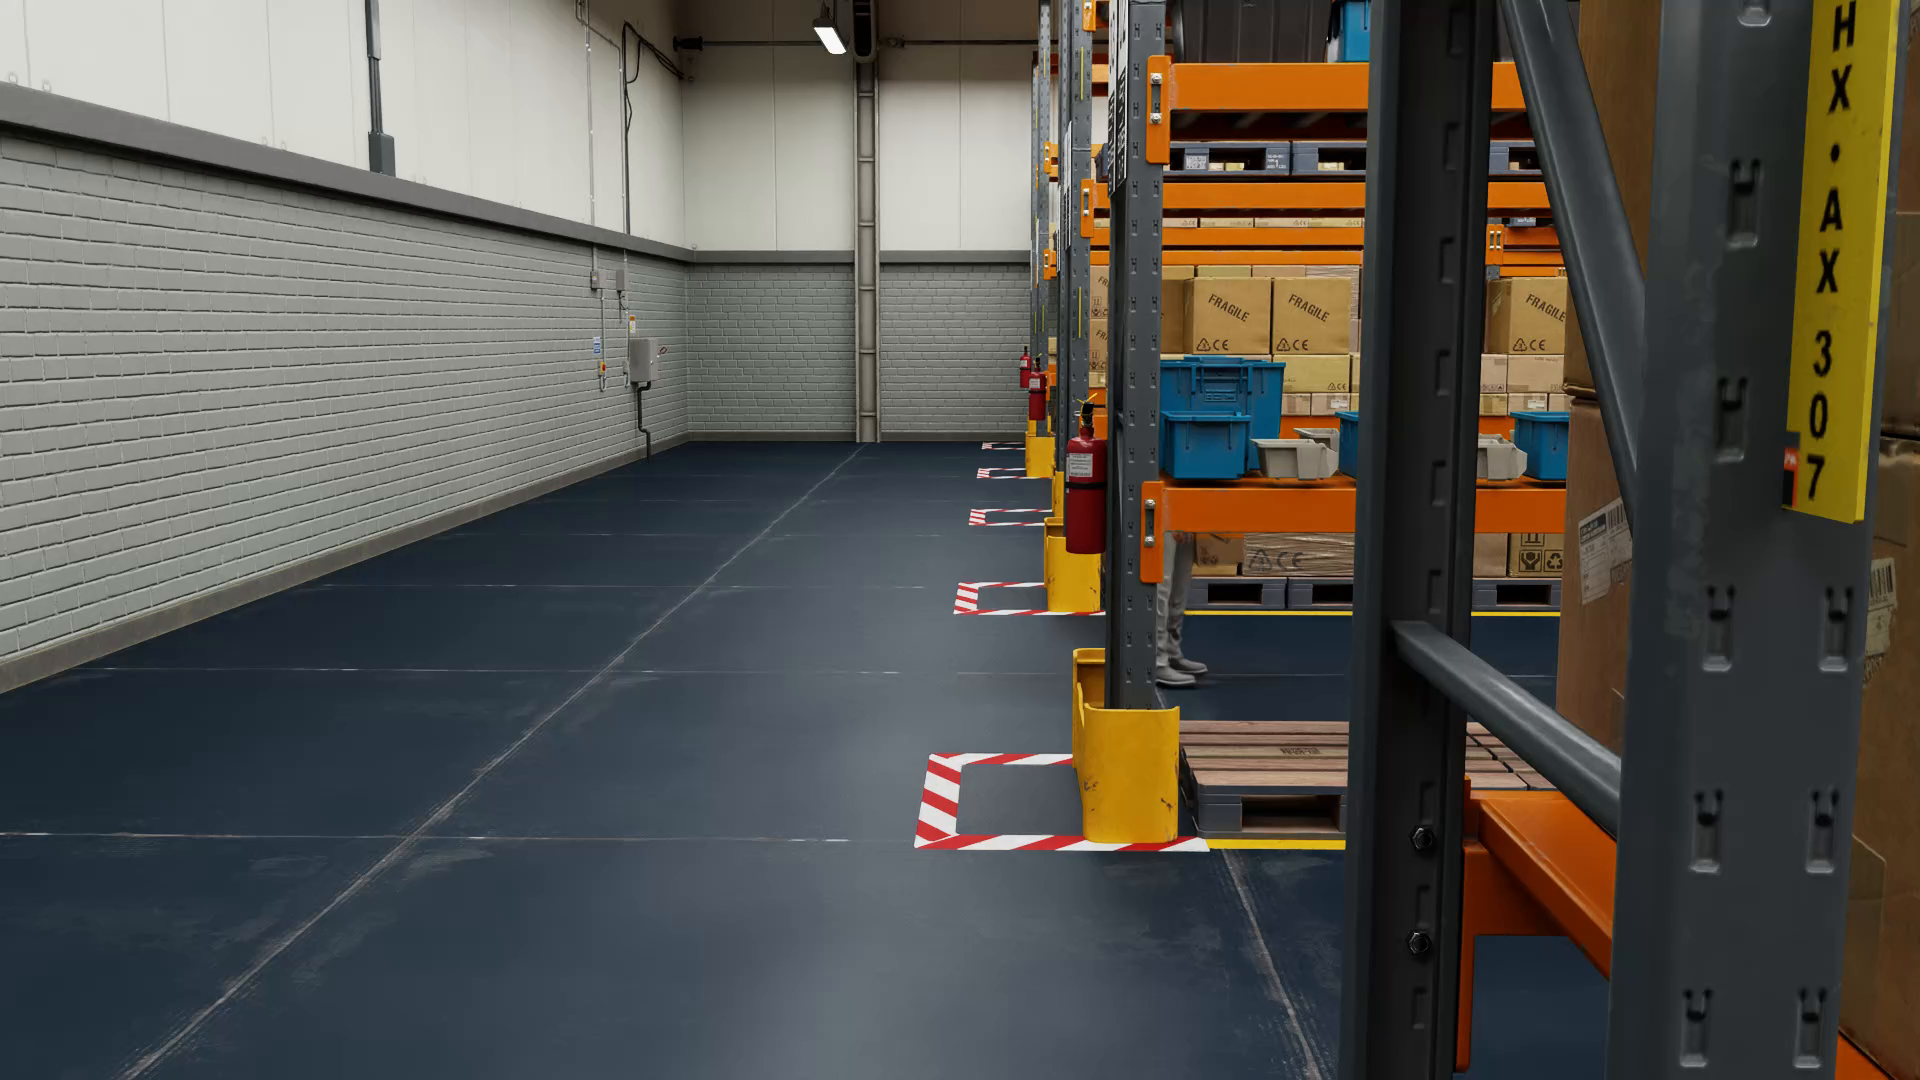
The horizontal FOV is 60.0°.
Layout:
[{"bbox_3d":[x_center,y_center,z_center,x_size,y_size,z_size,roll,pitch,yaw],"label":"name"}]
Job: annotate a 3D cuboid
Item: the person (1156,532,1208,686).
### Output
[{"bbox_3d":[1.146,-0.090,8.865,0.501,1.673,0.496,7,10,42],"label":"person"}]
